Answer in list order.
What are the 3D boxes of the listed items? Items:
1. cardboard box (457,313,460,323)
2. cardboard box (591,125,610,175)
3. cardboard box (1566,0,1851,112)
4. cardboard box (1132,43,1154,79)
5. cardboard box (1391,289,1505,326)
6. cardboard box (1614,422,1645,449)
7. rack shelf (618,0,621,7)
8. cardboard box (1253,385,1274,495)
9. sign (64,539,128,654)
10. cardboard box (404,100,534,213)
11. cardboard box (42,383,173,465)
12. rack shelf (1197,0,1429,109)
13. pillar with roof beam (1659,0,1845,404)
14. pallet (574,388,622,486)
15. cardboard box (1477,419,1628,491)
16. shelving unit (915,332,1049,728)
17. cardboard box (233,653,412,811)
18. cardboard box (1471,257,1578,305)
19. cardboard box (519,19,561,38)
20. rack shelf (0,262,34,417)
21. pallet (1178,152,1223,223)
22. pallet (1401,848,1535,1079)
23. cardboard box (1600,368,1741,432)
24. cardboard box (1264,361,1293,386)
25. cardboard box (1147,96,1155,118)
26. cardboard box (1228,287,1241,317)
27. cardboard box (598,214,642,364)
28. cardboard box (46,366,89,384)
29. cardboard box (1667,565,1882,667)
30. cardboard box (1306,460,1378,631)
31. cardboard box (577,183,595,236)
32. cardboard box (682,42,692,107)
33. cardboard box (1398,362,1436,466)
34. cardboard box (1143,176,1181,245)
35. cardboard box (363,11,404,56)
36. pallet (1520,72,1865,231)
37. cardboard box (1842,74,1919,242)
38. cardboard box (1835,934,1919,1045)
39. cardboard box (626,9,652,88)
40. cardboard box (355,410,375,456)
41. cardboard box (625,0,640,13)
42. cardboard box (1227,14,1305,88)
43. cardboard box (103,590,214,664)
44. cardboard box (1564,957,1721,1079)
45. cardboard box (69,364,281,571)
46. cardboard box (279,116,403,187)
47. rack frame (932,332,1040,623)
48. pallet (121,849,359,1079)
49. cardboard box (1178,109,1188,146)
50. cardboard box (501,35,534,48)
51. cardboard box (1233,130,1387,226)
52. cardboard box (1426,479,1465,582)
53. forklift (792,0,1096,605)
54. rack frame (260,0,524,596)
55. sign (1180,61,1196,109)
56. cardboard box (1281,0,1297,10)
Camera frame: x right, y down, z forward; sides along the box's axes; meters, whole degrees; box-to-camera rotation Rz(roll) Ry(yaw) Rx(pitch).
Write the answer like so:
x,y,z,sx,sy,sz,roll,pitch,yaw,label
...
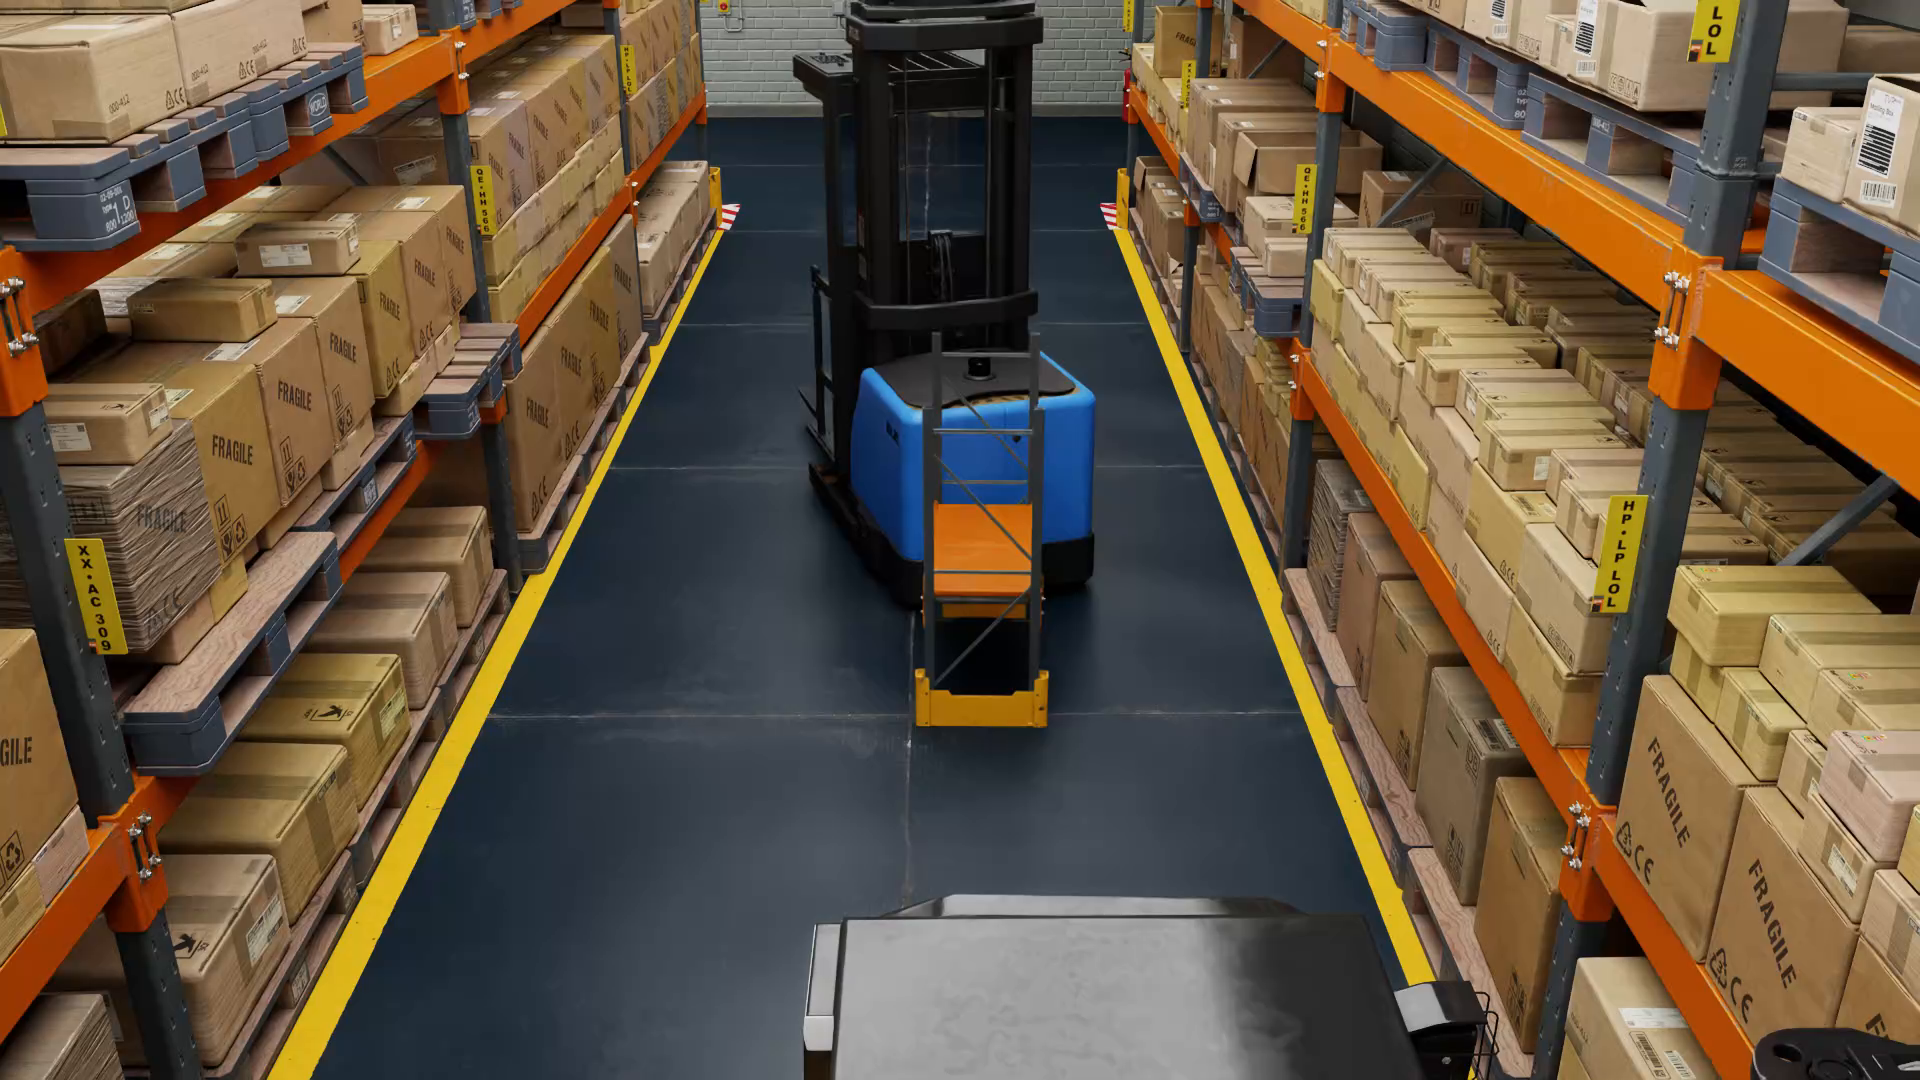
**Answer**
x,y,z,sx,sy,sz,roll,pitch,yaw,label
-2.550,-1.045,7.715,0.380,0.149,0.250,1,24,1,cardboard box
-2.572,-2.523,10.764,0.500,0.250,0.500,0,24,1,cardboard box
1.966,-1.338,4.405,0.500,0.311,0.500,-1,24,-2,cardboard box
1.822,-4.301,14.941,0.500,0.250,0.500,0,24,0,cardboard box
1.964,-0.907,6.708,0.380,0.149,0.250,0,24,0,cardboard box
2.479,-0.266,5.773,0.500,0.250,0.500,-1,24,-2,cardboard box
-2.855,-4.613,13.043,1.077,0.370,4.000,0,24,-1,rack shelf
1.960,-0.558,9.367,0.500,0.500,0.500,-1,24,-1,cardboard box
-2.203,0.146,4.236,0.100,0.325,0.005,0,24,-1,sign
-2.565,-2.012,8.723,0.500,0.500,0.500,0,24,0,cardboard box
-2.397,-0.317,4.532,0.380,0.149,0.250,0,24,-1,cardboard box
2.152,-2.989,9.451,1.077,0.370,4.000,0,24,-1,rack shelf
-1.215,-3.307,5.641,9.100,9.000,0.400,0,24,-1,pillar with roof beam
-2.733,-0.658,10.449,1.003,0.211,1.213,0,24,-1,pallet
1.886,-0.273,5.306,0.380,0.149,0.250,-1,24,-2,cardboard box
0.109,-0.071,7.586,0.587,1.500,1.083,1,24,1,shelving unit
-2.774,0.753,6.623,0.950,0.372,0.625,1,24,1,cardboard box
2.437,-1.119,7.177,0.380,0.149,0.250,0,24,-1,cardboard box
-3.114,-3.444,11.891,0.500,0.500,0.500,0,24,-1,cardboard box
-2.724,0.332,2.110,1.077,0.370,4.000,0,24,-1,rack shelf
2.030,-2.357,11.054,1.003,0.211,1.213,0,24,-1,pallet
2.171,1.490,5.700,1.003,0.211,1.213,0,24,-1,pallet
2.467,-0.490,5.785,0.380,0.149,0.250,0,24,-1,cardboard box
1.923,-0.897,9.330,0.380,0.149,0.250,-1,24,-2,cardboard box
1.780,-3.640,13.963,0.380,0.149,0.250,-1,24,-2,cardboard box
1.945,-1.537,10.746,0.380,0.149,0.250,0,24,-1,cardboard box
-2.746,-1.718,11.478,0.875,0.875,0.875,0,24,1,cardboard box
-2.987,-0.220,5.104,0.500,0.500,0.500,0,24,0,cardboard box
1.925,0.179,3.946,0.380,0.149,0.250,0,24,1,cardboard box
2.167,0.022,7.933,0.875,0.625,0.625,1,24,1,cardboard box
-2.585,-2.080,10.391,0.500,0.250,0.500,-1,24,-2,cardboard box
-2.616,-4.040,14.420,0.500,0.500,0.500,-1,24,-2,cardboard box
1.958,-0.469,6.222,0.500,0.250,0.500,0,24,0,cardboard box
1.969,-2.870,14.479,0.700,0.500,0.500,1,24,2,cardboard box
-2.565,-2.123,6.969,0.380,0.149,0.250,0,24,-1,cardboard box
2.195,-1.120,4.679,0.805,0.209,1.217,-1,24,-3,pallet
1.983,-0.697,2.987,0.500,0.311,0.500,0,24,1,cardboard box
1.990,1.084,3.092,0.500,0.500,0.500,0,24,-1,cardboard box
-2.595,-3.657,12.361,0.500,0.500,0.500,-1,24,-1,cardboard box
-2.454,-0.407,6.304,0.380,0.149,0.250,-1,24,-2,cardboard box
-2.582,-3.991,12.313,0.380,0.149,0.250,0,24,-1,cardboard box
2.380,-3.798,12.918,0.500,0.500,0.500,-1,24,-2,cardboard box
-2.436,0.240,4.874,0.380,0.149,0.250,0,24,0,cardboard box
1.909,1.329,4.285,0.500,0.250,0.500,-1,24,-1,cardboard box
-2.470,-0.227,5.120,0.500,0.500,0.500,0,24,0,cardboard box
-3.056,-1.815,8.288,0.500,0.500,0.500,-1,24,-2,cardboard box
0.121,-0.276,8.041,0.500,1.500,0.032,1,24,1,rack frame
-2.755,1.496,5.686,1.003,0.211,1.213,0,24,-1,pallet
1.881,-3.050,12.175,0.500,0.250,0.500,0,24,1,cardboard box
-3.115,-3.069,11.060,0.500,0.500,0.500,0,24,0,cardboard box
1.971,-2.036,9.477,0.797,0.503,0.637,-1,24,-2,cardboard box
1.965,-0.028,5.853,0.500,0.250,0.500,0,24,0,cardboard box
-0.259,-1.593,9.216,1.130,2.935,3.031,-8,26,-17,forklift
-2.789,-1.102,8.046,1.000,3.000,0.127,0,24,-1,rack frame
1.588,-3.163,11.553,0.100,0.325,0.005,0,24,-1,sign
1.920,-2.842,8.435,0.500,0.250,0.500,0,24,0,cardboard box
